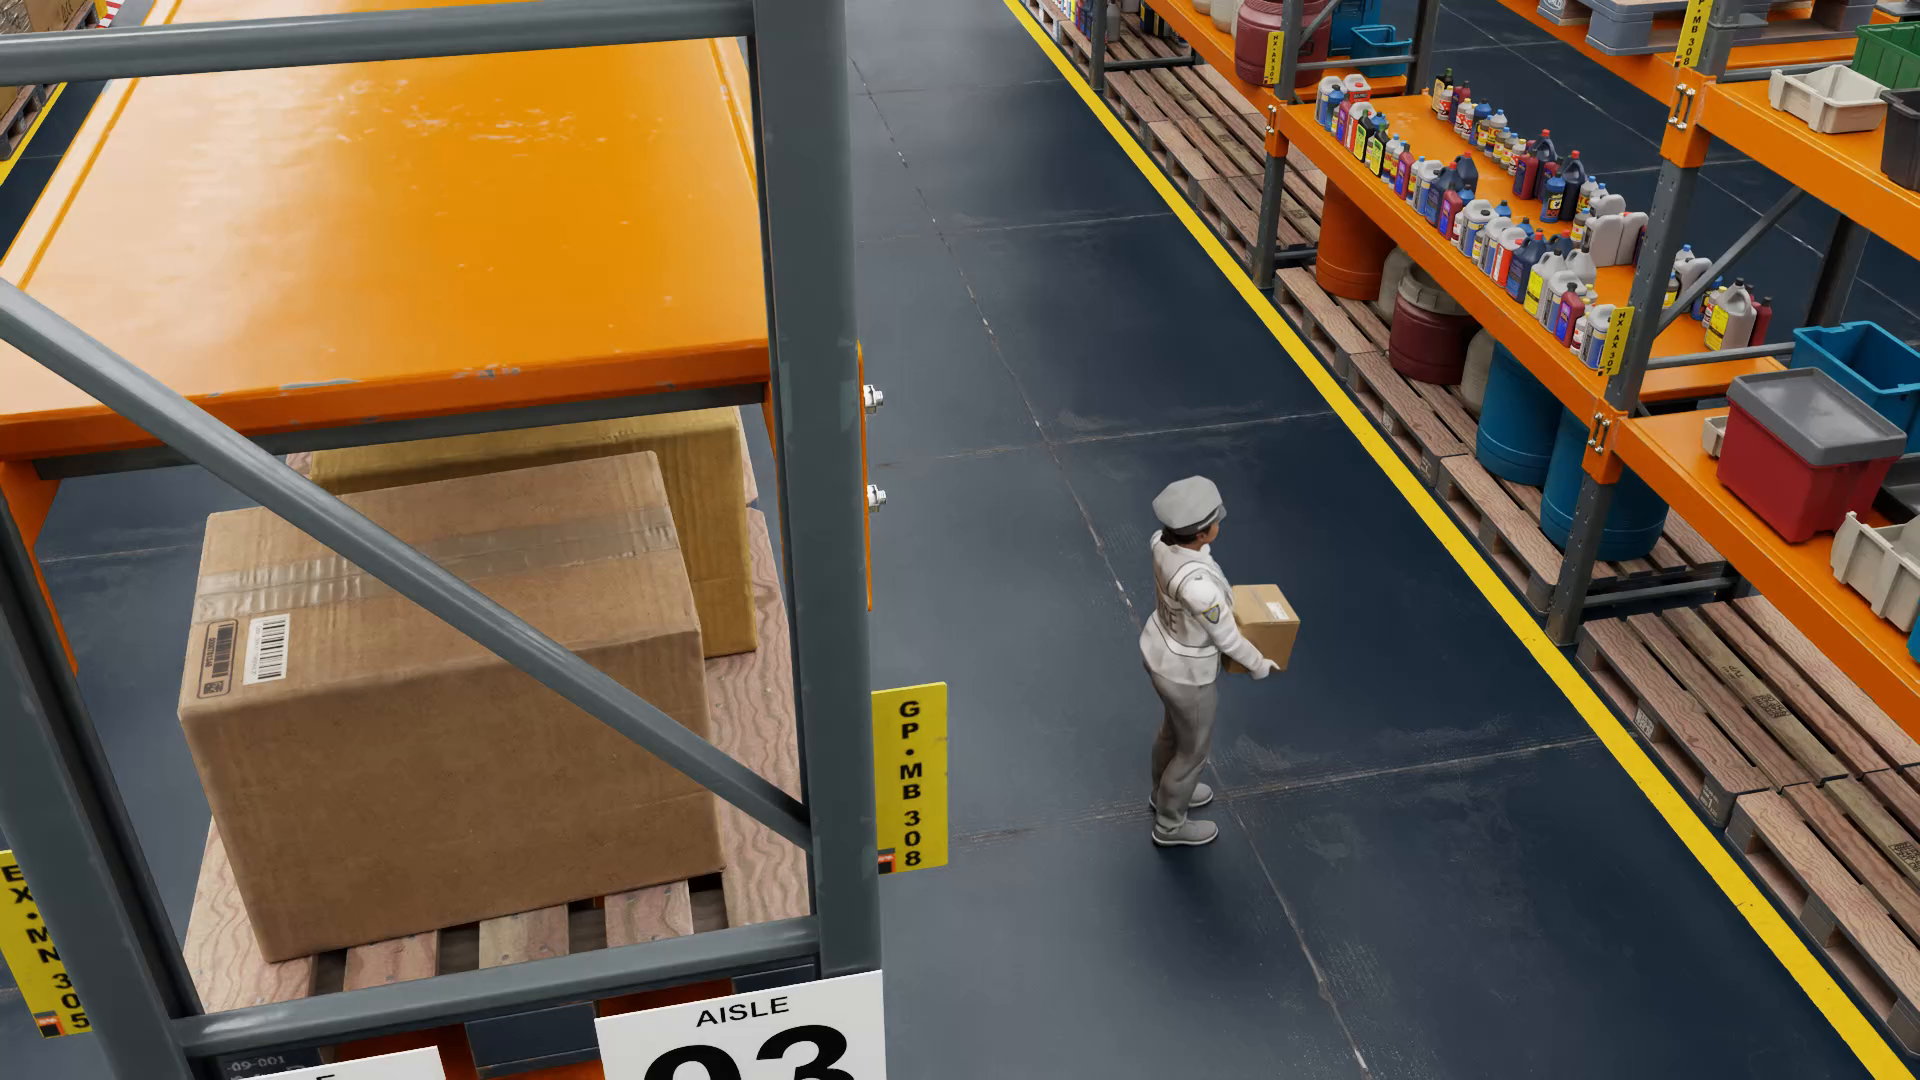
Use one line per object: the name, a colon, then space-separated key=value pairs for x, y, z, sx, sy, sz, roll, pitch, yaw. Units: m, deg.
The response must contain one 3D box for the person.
person: x=0.977 y=0.485 z=6.633 sx=0.515 sy=1.691 sz=0.434 roll=-8 pitch=35 yaw=-11
